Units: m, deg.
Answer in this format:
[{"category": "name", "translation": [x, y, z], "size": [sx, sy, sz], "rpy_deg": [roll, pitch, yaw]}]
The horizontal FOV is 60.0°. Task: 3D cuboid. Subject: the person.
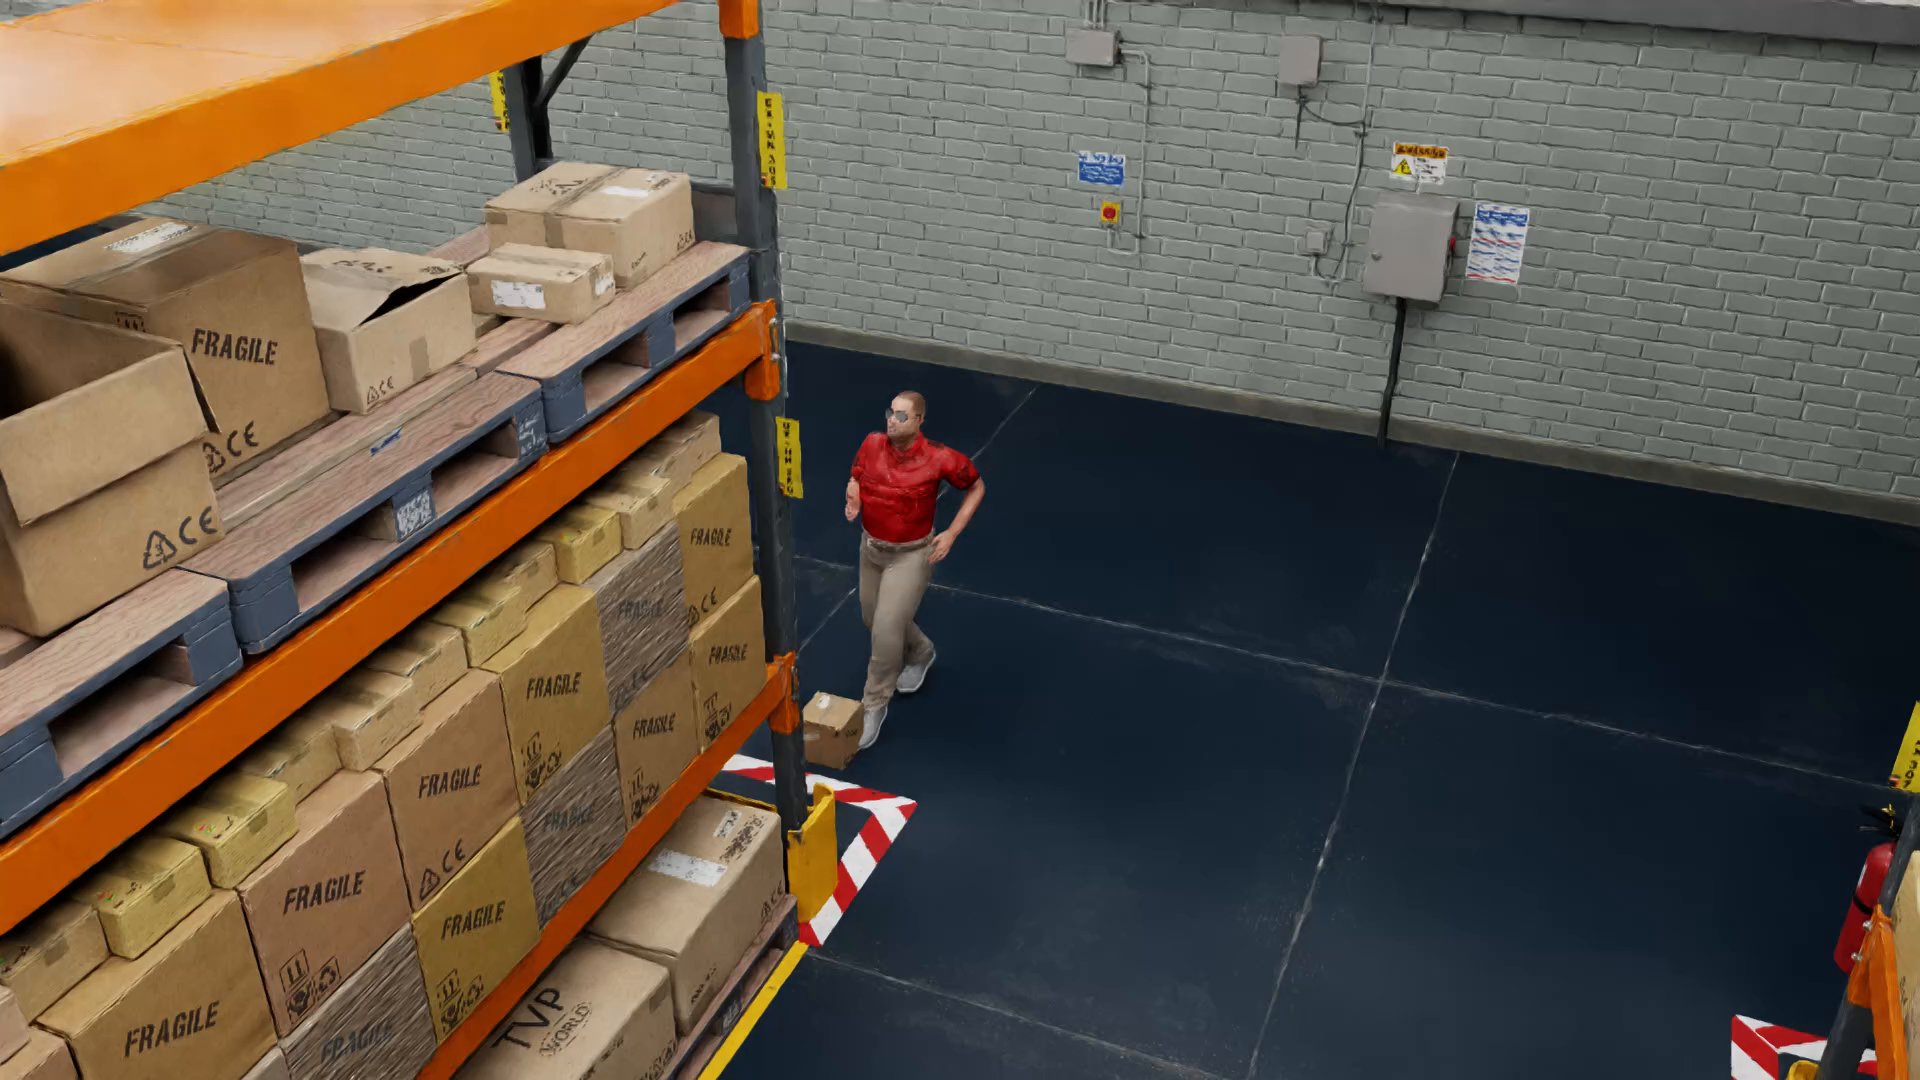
[{"category": "person", "translation": [-0.379, 0.107, 8.252], "size": [0.603, 1.704, 0.844], "rpy_deg": [23, 37, 35]}]
